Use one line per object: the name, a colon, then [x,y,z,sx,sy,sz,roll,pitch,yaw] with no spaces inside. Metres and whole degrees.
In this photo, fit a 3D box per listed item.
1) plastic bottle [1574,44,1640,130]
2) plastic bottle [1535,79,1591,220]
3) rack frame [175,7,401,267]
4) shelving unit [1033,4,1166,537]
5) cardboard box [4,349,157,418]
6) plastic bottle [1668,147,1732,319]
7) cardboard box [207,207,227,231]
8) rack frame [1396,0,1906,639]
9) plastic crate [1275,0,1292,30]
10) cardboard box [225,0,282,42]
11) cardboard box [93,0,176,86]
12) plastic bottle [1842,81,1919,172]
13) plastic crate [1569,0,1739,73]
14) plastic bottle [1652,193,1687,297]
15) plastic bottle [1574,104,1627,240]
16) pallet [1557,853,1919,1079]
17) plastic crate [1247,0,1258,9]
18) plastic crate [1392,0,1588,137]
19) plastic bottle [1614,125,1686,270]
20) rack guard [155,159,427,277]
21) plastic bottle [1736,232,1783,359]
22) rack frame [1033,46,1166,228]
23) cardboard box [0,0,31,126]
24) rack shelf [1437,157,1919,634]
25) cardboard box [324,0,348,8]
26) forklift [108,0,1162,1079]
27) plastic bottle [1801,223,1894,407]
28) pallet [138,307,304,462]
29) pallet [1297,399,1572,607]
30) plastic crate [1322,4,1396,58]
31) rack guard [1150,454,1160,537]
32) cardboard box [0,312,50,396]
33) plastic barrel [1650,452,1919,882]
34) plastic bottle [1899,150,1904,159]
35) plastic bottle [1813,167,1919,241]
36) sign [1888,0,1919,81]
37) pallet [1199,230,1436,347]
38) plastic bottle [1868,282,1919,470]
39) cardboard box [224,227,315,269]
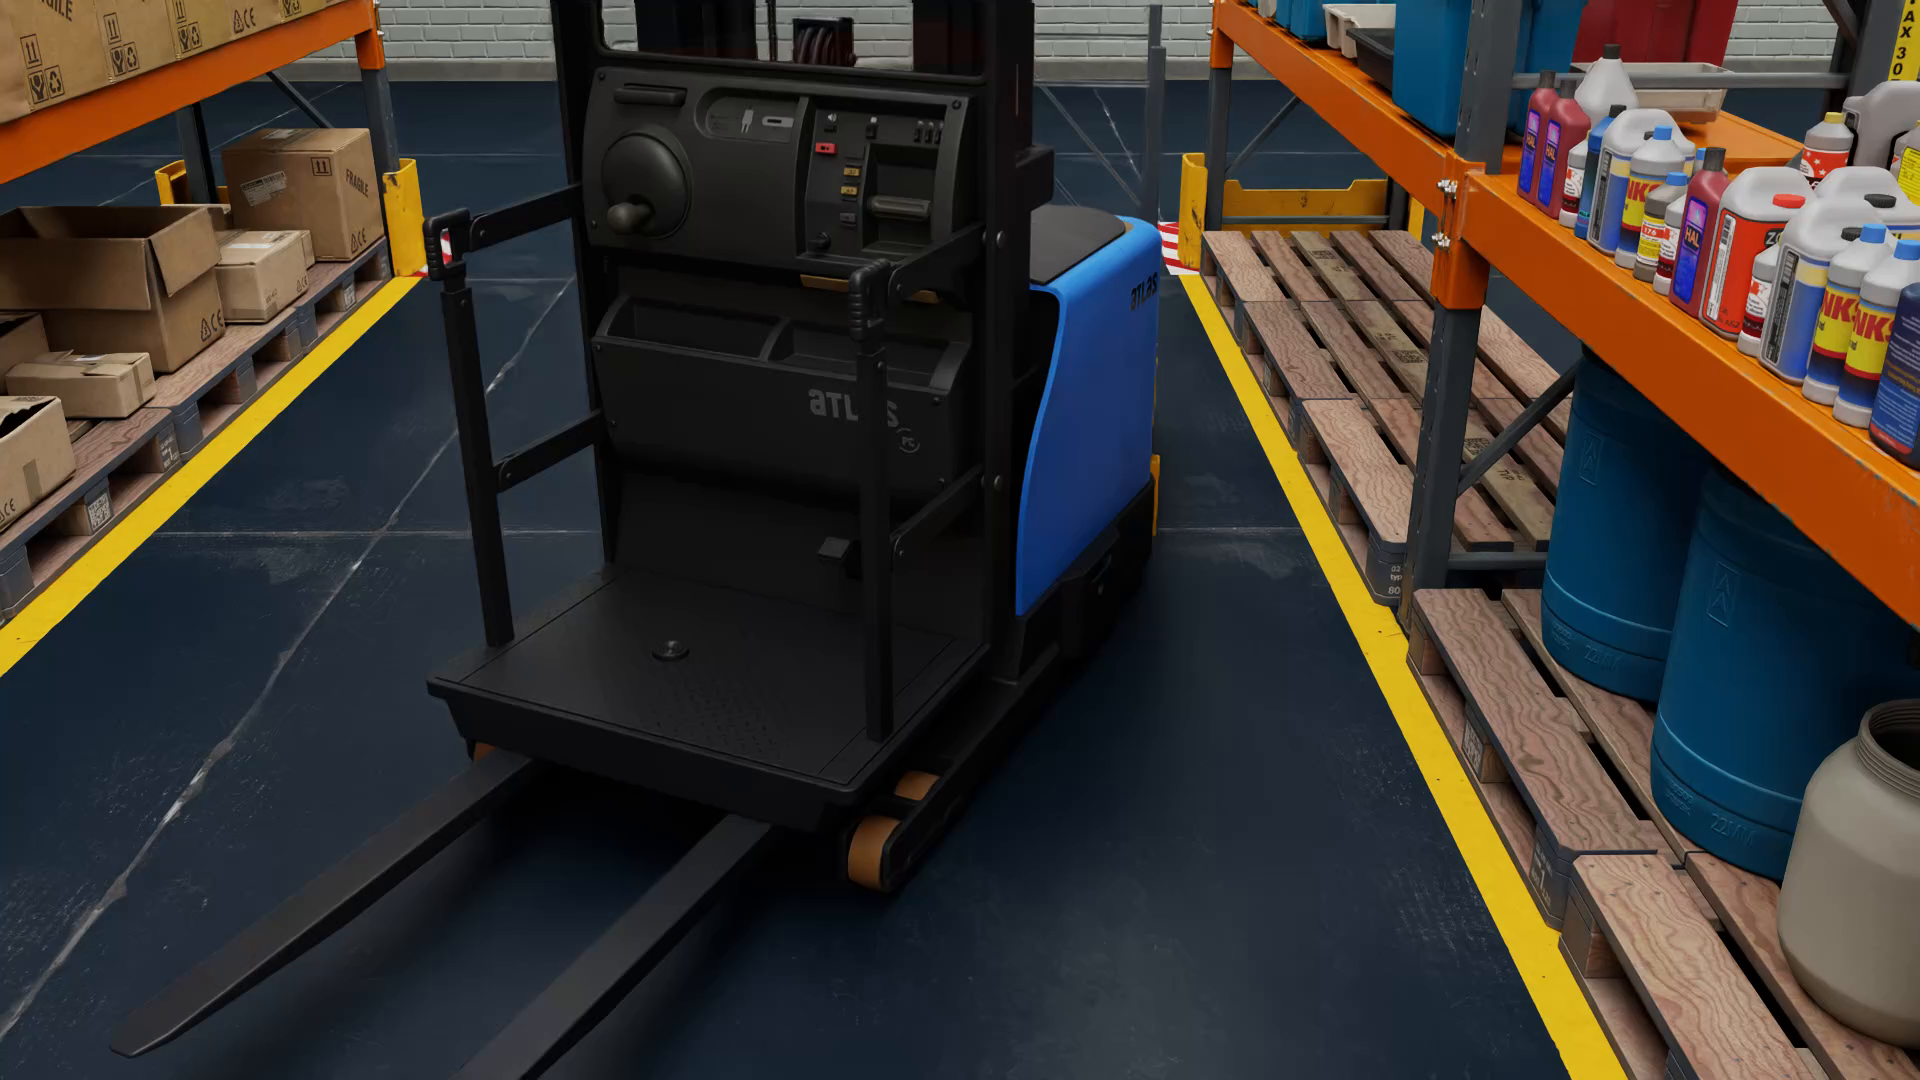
plastic bottle: [1.429,-0.934,3.735,0.144,0.351,0.185,0,24,-1]
plastic bottle: [1.327,-0.858,3.649,0.061,0.283,0.133,0,24,-1]
rack frame: [-3.248,-2.747,7.684,1.000,3.000,0.127,0,24,-1]
shelving unit: [0.383,-0.925,5.474,0.587,1.500,1.083,2,24,5]
cardboard box: [-3.012,-0.539,5.705,0.380,0.166,0.250,0,24,-1]
plastic bottle: [1.336,-0.547,2.962,0.061,0.283,0.133,0,24,-1]
cardboard box: [-3.520,-1.263,7.206,0.500,0.250,0.500,0,24,-1]
rack frame: [1.749,-1.119,4.085,1.000,3.000,0.127,0,24,-1]
plastic crate: [1.393,-2.073,6.324,0.416,0.233,0.300,0,24,-1]
cardboard box: [-2.962,-2.190,6.330,0.500,0.500,0.500,0,24,0]
cardboard box: [-2.950,-1.773,5.408,0.500,0.500,0.500,0,24,-1]
plastic bottle: [2.076,-0.902,3.755,0.152,0.276,0.135,0,24,-1]
plastic crate: [1.990,-1.545,4.876,0.402,0.464,0.583,0,24,-1]
plastic bottle: [1.353,-0.558,3.084,0.097,0.201,0.097,0,24,0]
plastic bottle: [1.348,-0.765,3.458,0.097,0.271,0.097,0,24,0]
pallet: [1.732,0.973,2.842,1.003,0.211,1.213,0,24,-1]
plastic crate: [1.386,-2.344,6.924,0.416,0.233,0.300,0,24,-1]
plastic crate: [1.402,-1.330,4.498,0.392,0.384,0.575,0,24,-1]
plastic bottle: [1.351,-0.670,3.247,0.097,0.271,0.097,0,24,0]
rack guard: [-3.247,-1.577,8.130,1.175,0.500,0.348,0,24,-1]
plastic bottle: [1.357,-0.407,2.751,0.097,0.201,0.097,0,24,0]
rack frame: [0.331,-0.712,5.005,0.500,1.500,0.032,2,24,5]
cardboard box: [-2.938,-1.356,4.486,0.500,0.500,0.500,0,24,1]
rack shelf: [1.770,0.032,2.411,1.077,0.370,4.000,0,24,-1]
cardboard box: [-2.971,-2.609,7.258,0.500,0.500,0.500,0,24,1]
forklift: [-0.504,-0.783,3.424,1.130,2.935,3.031,11,27,23]
plastic bottle: [1.359,-0.343,2.525,0.097,0.271,0.097,0,24,0]
pallet: [-3.227,-0.615,6.354,1.003,0.211,1.213,0,24,-1]
pallet: [1.702,-0.152,5.329,1.003,0.211,1.213,0,24,-1]
plastic crate: [1.429,-1.743,5.711,0.293,0.136,0.466,0,24,-1]
rack guard: [0.333,-0.151,5.280,0.587,0.250,0.087,2,24,5]
cardboard box: [-3.503,-0.617,5.702,0.500,0.311,0.500,0,24,-1]
plastic barrel: [1.745,0.161,3.290,0.600,0.901,0.708,0,24,-1]
plastic bottle: [2.045,-0.765,3.543,0.097,0.201,0.097,0,24,0]
plastic bottle: [1.535,-0.490,2.843,0.152,0.276,0.135,0,24,-1]
sign: [2.299,-1.247,4.032,0.100,0.325,0.005,0,24,-1]
pallet: [1.675,-1.157,7.552,1.003,0.211,1.213,0,24,-1]
plastic bottle: [1.385,-0.281,2.292,0.144,0.351,0.185,0,24,-1]
cardboard box: [-3.081,-1.266,7.314,0.380,0.166,0.250,0,24,-1]
